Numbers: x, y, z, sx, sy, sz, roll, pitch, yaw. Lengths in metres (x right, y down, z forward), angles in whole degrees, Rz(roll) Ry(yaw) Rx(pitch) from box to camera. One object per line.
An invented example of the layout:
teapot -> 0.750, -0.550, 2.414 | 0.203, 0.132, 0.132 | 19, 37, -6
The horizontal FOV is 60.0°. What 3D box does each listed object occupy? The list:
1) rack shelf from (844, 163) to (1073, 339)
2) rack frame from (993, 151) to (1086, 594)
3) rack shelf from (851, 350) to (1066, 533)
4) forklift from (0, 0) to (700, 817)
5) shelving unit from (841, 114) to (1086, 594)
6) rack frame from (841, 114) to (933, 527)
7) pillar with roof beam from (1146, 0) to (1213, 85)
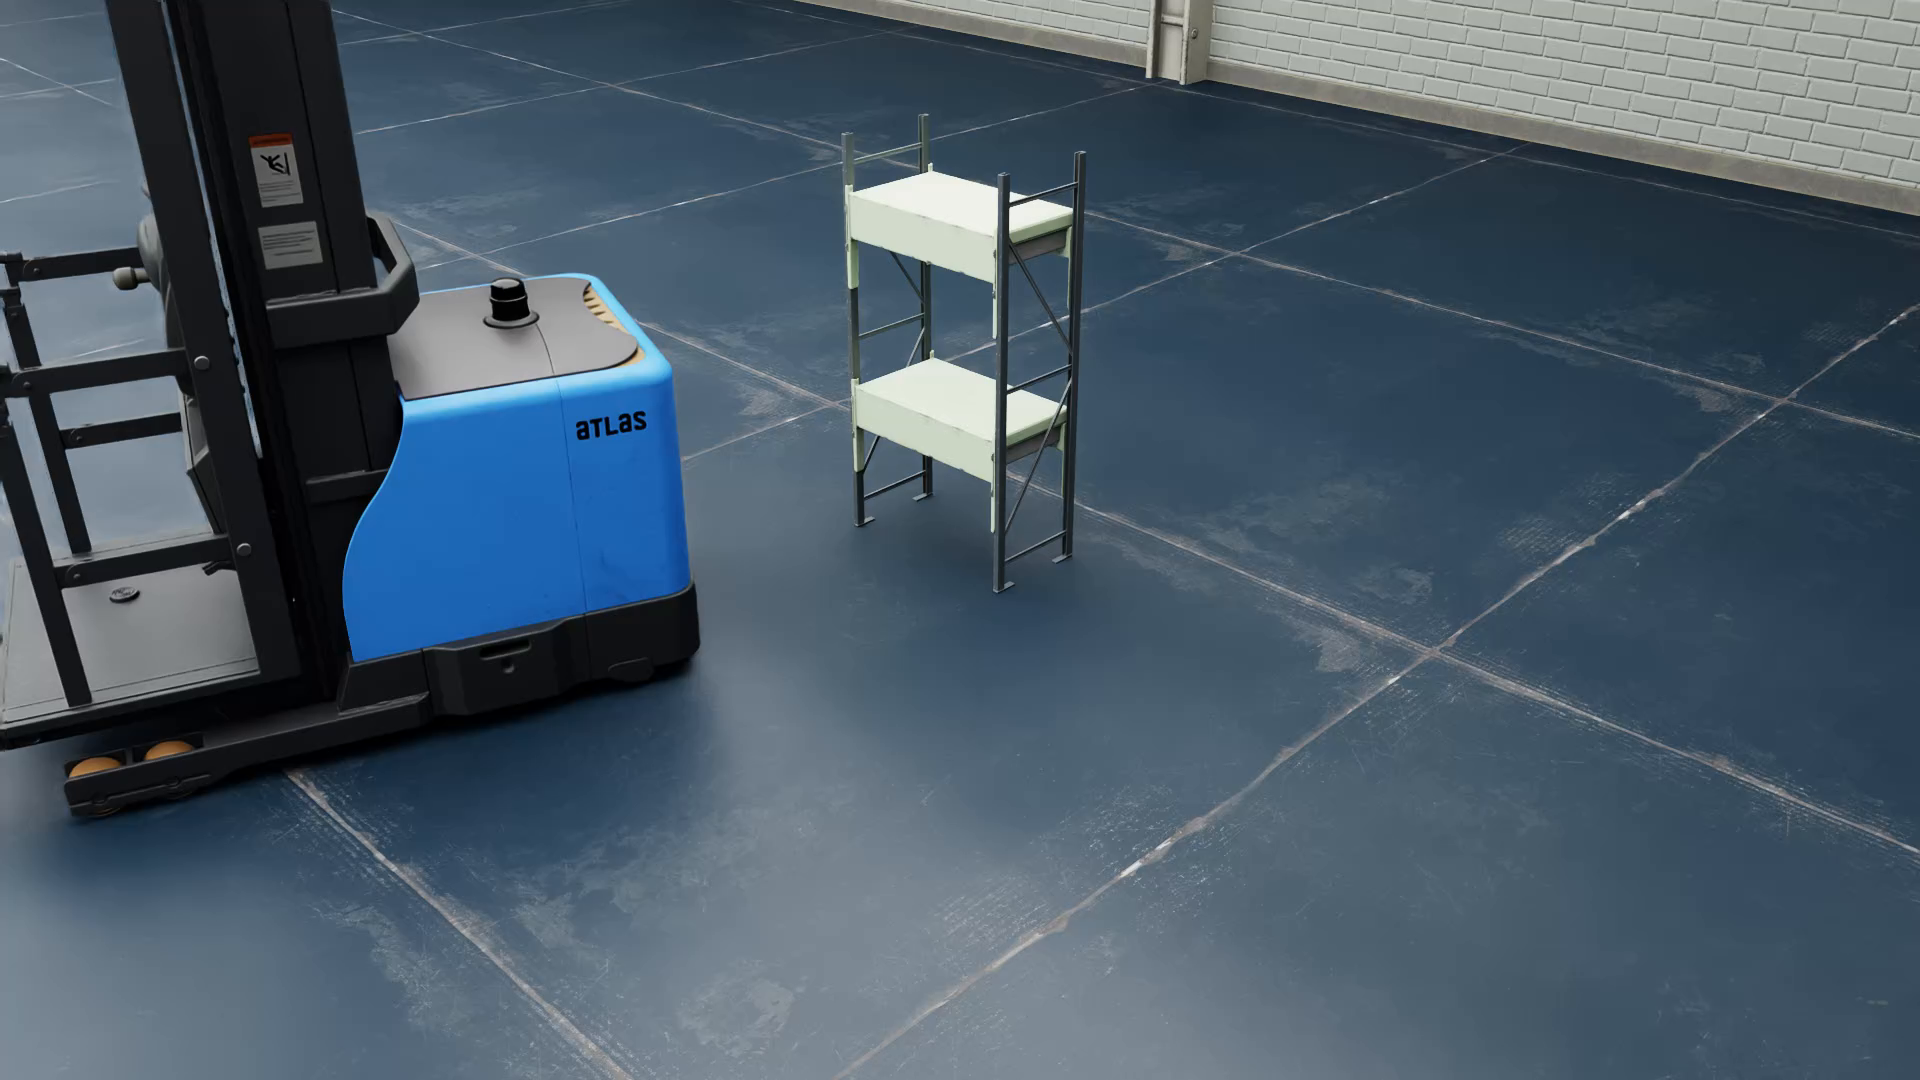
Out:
rack shelf -> 0.005, -1.007, 5.715 | 0.720, 0.370, 0.431 | 25, 36, 38
rack frame -> 0.266, -0.542, 5.670 | 0.023, 1.500, 0.400 | 25, 36, 38
rack shelf -> 0.005, -0.373, 6.049 | 0.720, 0.370, 0.431 | 25, 36, 38
forklift -> -2.410, -0.788, 4.599 | 3.031, 2.935, 1.130 | -12, 30, -22
shelving unit -> 0.005, -0.662, 5.897 | 0.755, 1.500, 0.431 | 25, 36, 38
rack frame -> -0.256, -0.781, 6.124 | 0.023, 1.500, 0.400 | 25, 36, 38
pillar with roof beam -> -1.290, -6.237, 8.443 | 0.400, 9.000, 9.100 | 25, 36, 38
